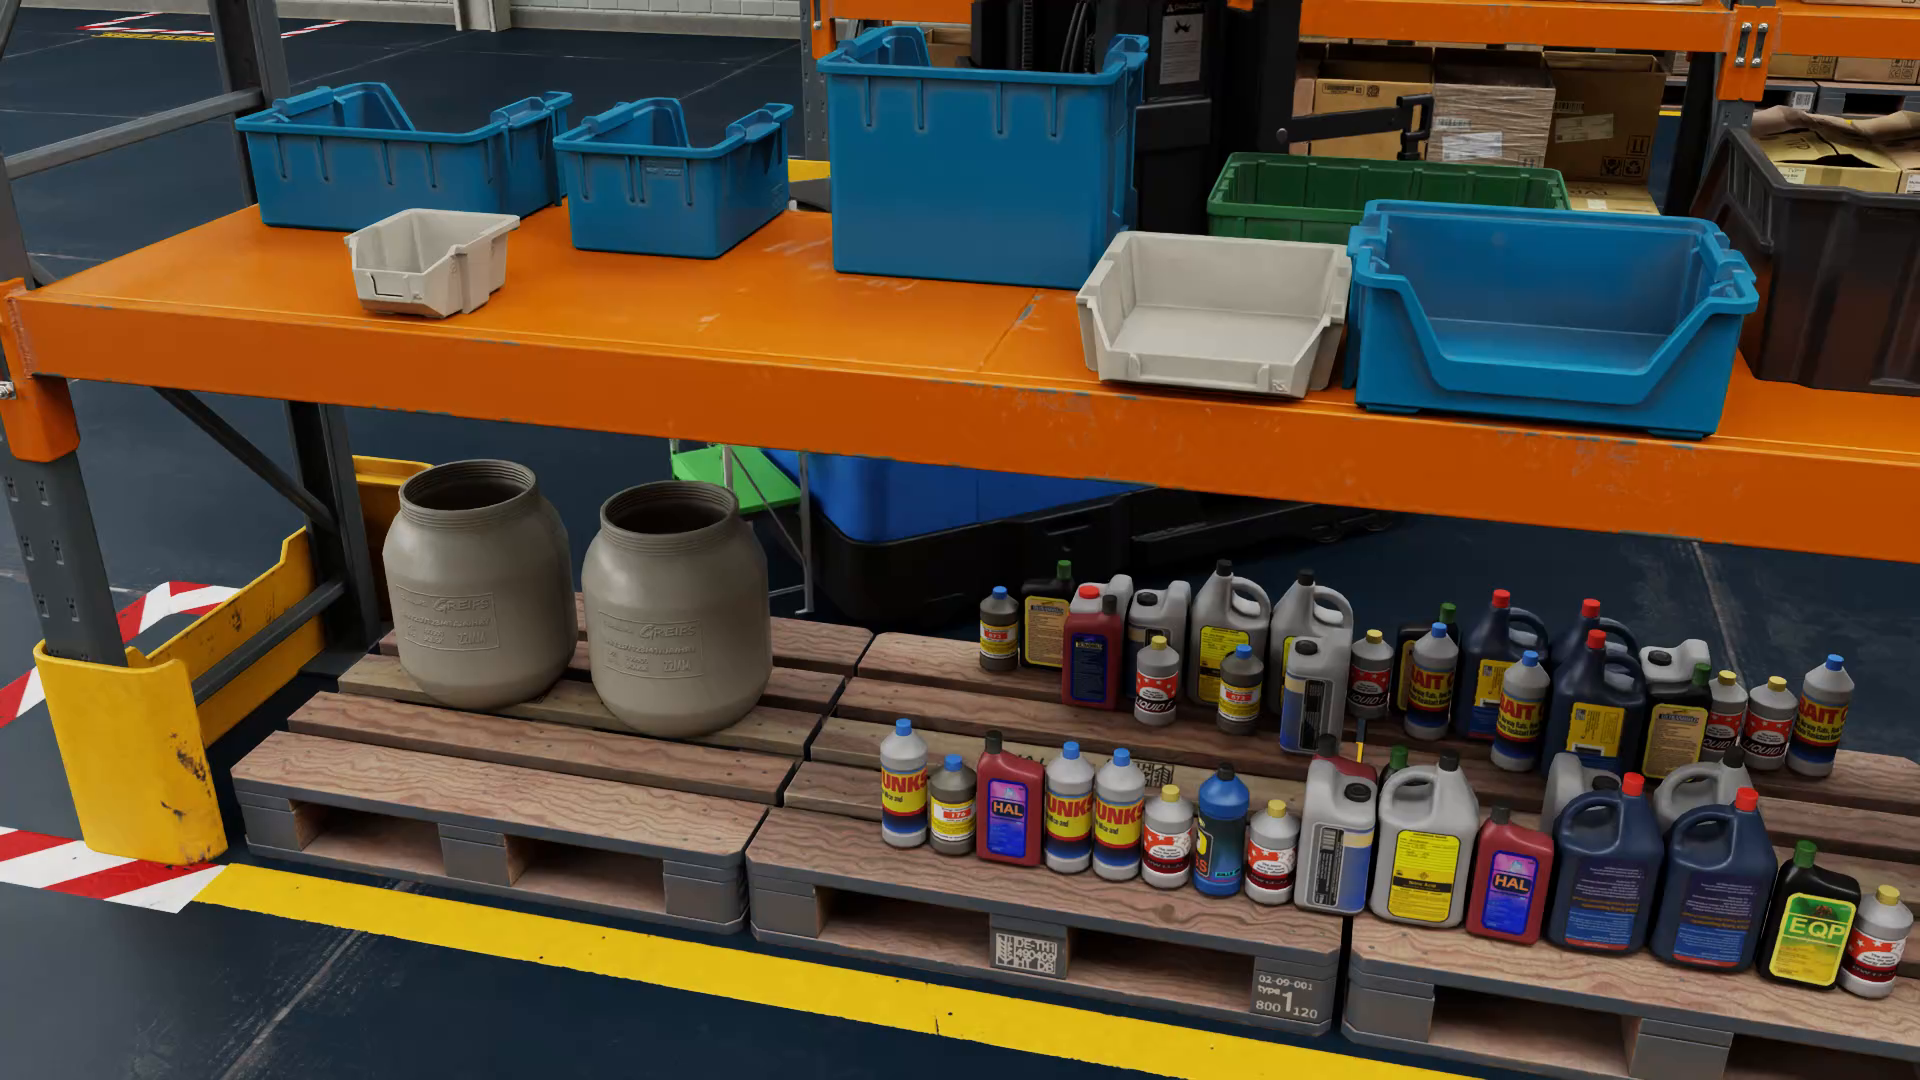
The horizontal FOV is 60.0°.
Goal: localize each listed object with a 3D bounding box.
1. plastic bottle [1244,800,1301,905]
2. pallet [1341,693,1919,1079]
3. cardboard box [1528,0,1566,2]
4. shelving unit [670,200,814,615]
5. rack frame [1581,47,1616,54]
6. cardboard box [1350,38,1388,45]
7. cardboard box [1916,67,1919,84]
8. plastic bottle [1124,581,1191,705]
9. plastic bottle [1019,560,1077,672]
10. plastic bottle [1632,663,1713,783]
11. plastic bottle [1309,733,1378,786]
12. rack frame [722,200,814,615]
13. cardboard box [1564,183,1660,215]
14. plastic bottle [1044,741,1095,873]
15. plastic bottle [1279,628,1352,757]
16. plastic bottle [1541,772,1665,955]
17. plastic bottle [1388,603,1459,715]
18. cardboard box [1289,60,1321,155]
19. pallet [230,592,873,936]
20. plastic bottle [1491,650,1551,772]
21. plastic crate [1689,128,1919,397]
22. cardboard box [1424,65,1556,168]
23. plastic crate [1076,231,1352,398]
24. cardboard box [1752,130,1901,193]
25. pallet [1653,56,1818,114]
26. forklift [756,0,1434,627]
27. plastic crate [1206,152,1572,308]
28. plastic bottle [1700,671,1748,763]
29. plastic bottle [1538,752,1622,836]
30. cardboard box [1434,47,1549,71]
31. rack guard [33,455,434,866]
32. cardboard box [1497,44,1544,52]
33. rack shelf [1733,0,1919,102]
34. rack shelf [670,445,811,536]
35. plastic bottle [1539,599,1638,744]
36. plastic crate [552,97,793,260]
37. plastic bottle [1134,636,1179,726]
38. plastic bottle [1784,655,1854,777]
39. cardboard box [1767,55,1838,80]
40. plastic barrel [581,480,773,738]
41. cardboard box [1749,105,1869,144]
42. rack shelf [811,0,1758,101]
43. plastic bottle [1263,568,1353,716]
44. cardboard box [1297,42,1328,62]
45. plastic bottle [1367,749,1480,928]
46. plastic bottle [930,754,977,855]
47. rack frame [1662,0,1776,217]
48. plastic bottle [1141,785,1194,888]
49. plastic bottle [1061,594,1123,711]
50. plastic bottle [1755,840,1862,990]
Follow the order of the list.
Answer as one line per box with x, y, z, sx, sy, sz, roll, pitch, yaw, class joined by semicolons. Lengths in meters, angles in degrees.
0.610;0.600;3.244;0.097;0.201;0.097;0;25;0;plastic bottle
1.442;0.729;3.473;1.213;0.211;1.003;6;26;13;pallet
2.376;-2.646;7.202;0.500;0.500;0.700;6;26;12;cardboard box
-0.643;-0.407;4.710;0.258;1.200;0.503;-12;28;-24;shelving unit
4.550;-4.565;11.349;0.127;3.000;1.000;6;26;13;rack frame
3.006;-3.656;12.244;0.250;0.149;0.380;4;26;9;cardboard box
6.755;-3.407;11.313;0.500;0.500;0.700;6;26;13;cardboard box
0.468;0.230;3.935;0.135;0.276;0.152;6;26;12;plastic bottle
0.214;0.178;4.035;0.133;0.283;0.061;7;26;14;plastic bottle
1.537;0.392;3.586;0.133;0.283;0.061;6;26;13;plastic bottle
0.758;0.520;3.317;0.133;0.283;0.061;6;26;13;plastic bottle
-0.533;-0.314;4.514;0.240;1.200;0.015;-12;28;-24;rack frame
2.816;-1.409;7.430;0.500;0.250;0.500;6;26;13;cardboard box
0.219;0.525;3.320;0.097;0.271;0.097;0;25;0;plastic bottle
0.797;0.330;3.724;0.135;0.276;0.152;6;26;13;plastic bottle
1.201;0.587;3.097;0.185;0.351;0.144;5;26;10;plastic bottle
1.072;0.273;3.836;0.133;0.283;0.061;7;26;15;plastic bottle
1.362;-1.906;7.601;0.500;0.500;0.500;6;26;13;cardboard box
-0.921;0.468;4.021;1.213;0.211;1.003;6;26;13;pallet
1.233;0.368;3.649;0.097;0.271;0.097;0;25;0;plastic bottle
1.607;-0.522;2.928;0.504;0.338;0.767;6;26;13;plastic crate
2.335;-1.806;7.392;0.500;0.500;0.500;6;26;13;cardboard box
0.447;-0.390;2.886;0.437;0.136;0.530;6;26;13;plastic crate
3.658;-1.556;7.086;0.500;0.311;0.500;6;26;13;cardboard box
5.304;-3.223;11.775;1.213;0.211;1.003;6;26;13;pallet
0.845;-1.504;4.999;3.031;2.935;1.130;-12;28;-24;forklift
0.838;-0.608;3.283;0.662;0.188;0.450;6;26;13;plastic crate
1.686;0.386;3.693;0.097;0.201;0.097;0;25;0;plastic bottle
1.213;0.557;3.248;0.135;0.276;0.152;6;26;13;plastic bottle
2.462;-2.019;7.840;0.500;0.500;0.500;6;26;13;cardboard box
-1.706;0.248;4.147;0.348;0.500;1.175;6;26;13;rack guard
4.024;-3.529;11.958;0.250;0.166;0.380;3;26;6;cardboard box
5.257;-1.963;6.721;4.000;0.370;1.077;6;26;13;rack shelf
-0.643;-0.133;4.841;0.258;0.148;0.480;-12;28;-24;rack shelf
1.404;0.298;3.705;0.185;0.351;0.144;7;26;14;plastic bottle
-0.605;-0.801;3.615;0.408;0.251;0.499;6;26;13;plastic crate
0.455;0.317;3.838;0.097;0.201;0.097;0;25;0;plastic bottle
1.883;0.376;3.633;0.097;0.271;0.097;0;25;0;plastic bottle
5.780;-3.529;11.568;0.500;0.500;0.700;6;26;12;cardboard box
-0.650;0.157;3.836;0.421;0.512;0.421;0;25;0;plastic barrel
3.783;-1.780;7.556;0.500;0.311;0.500;6;26;13;cardboard box
1.383;-2.392;7.621;4.000;0.370;1.077;6;26;13;rack shelf
0.809;0.232;3.843;0.185;0.351;0.144;6;26;13;plastic bottle
1.495;-2.129;8.069;0.500;0.500;0.500;6;26;13;cardboard box
0.888;0.553;3.169;0.185;0.351;0.144;6;26;13;plastic bottle
-0.013;0.531;3.389;0.097;0.201;0.097;0;25;0;plastic bottle
3.320;-2.502;7.016;0.127;3.000;1.000;6;26;13;rack frame
0.411;0.578;3.290;0.097;0.201;0.097;0;25;0;plastic bottle
0.307;0.256;3.871;0.133;0.283;0.061;6;26;13;plastic bottle
1.534;0.673;2.995;0.133;0.283;0.061;8;27;16;plastic bottle
